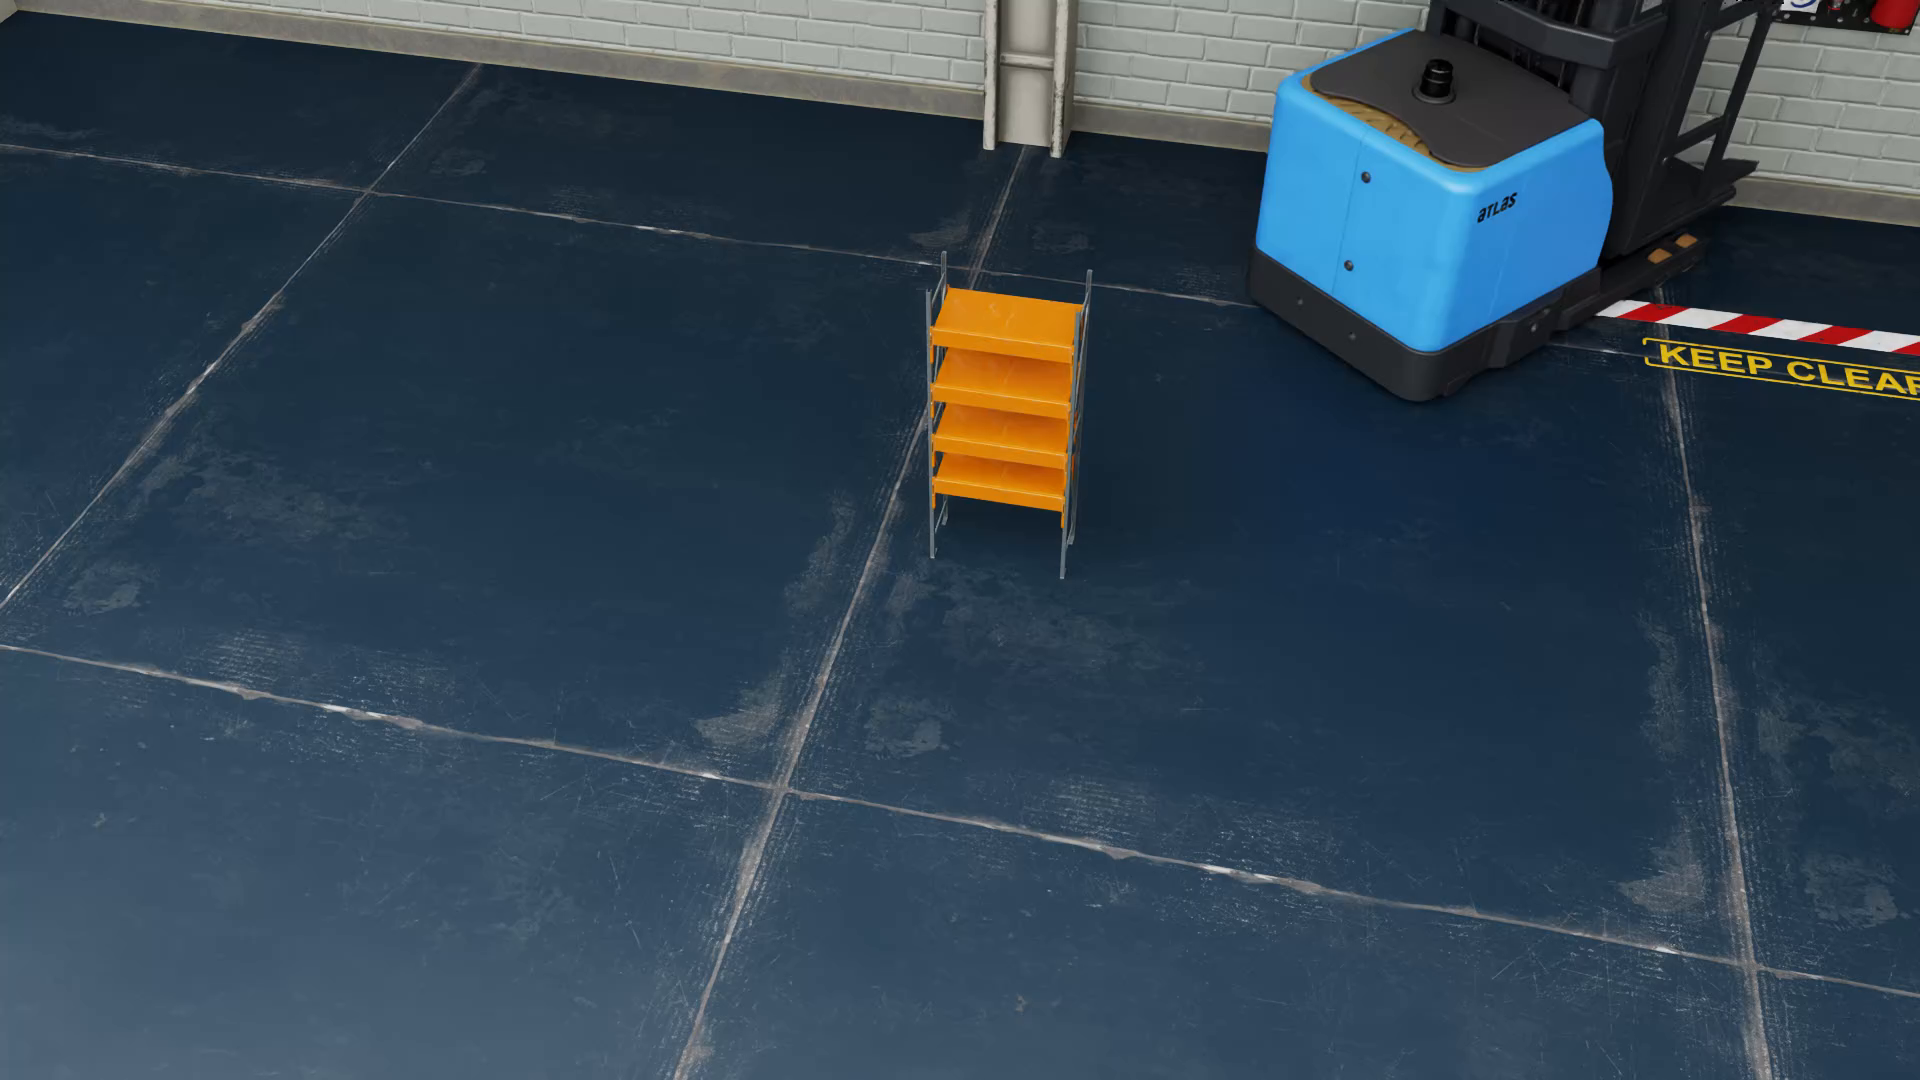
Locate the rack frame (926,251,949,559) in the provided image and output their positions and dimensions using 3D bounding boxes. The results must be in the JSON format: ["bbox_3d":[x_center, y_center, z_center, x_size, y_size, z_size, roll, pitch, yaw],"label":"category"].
[{"bbox_3d":[-0.077,-0.444,5.846,0.015,1.200,0.240,9,45,9],"label":"rack frame"}]

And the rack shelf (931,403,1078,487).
[{"bbox_3d":[0.162,-0.359,5.855,0.480,0.148,0.258,9,45,9],"label":"rack shelf"}]

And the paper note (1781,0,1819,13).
[{"bbox_3d":[3.635,-2.349,7.163,0.142,0.148,0.016,9,45,9],"label":"paper note"}]

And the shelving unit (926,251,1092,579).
[{"bbox_3d":[0.162,-0.407,5.808,0.503,1.200,0.258,9,45,9],"label":"shelving unit"}]

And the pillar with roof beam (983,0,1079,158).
[{"bbox_3d":[-0.599,-2.350,2.202,0.400,9.000,9.100,9,45,9],"label":"pillar with roof beam"}]

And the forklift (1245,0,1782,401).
[{"bbox_3d":[2.735,-2.453,6.685,3.031,2.935,1.130,-27,50,-25],"label":"forklift"}]

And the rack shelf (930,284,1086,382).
[{"bbox_3d":[0.162,-0.690,5.535,0.480,0.148,0.258,9,45,9],"label":"rack shelf"}]

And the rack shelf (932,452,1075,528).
[{"bbox_3d":[0.162,-0.216,5.992,0.480,0.148,0.258,9,45,9],"label":"rack shelf"}]

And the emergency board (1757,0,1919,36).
[{"bbox_3d":[3.793,-2.593,6.781,0.643,1.169,0.194,9,45,9],"label":"emergency board"}]

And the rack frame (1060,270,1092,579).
[{"bbox_3d":[0.400,-0.370,5.769,0.015,1.200,0.240,9,45,9],"label":"rack frame"}]

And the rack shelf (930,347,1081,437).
[{"bbox_3d":[0.162,-0.520,5.699,0.480,0.148,0.258,9,45,9],"label":"rack shelf"}]
